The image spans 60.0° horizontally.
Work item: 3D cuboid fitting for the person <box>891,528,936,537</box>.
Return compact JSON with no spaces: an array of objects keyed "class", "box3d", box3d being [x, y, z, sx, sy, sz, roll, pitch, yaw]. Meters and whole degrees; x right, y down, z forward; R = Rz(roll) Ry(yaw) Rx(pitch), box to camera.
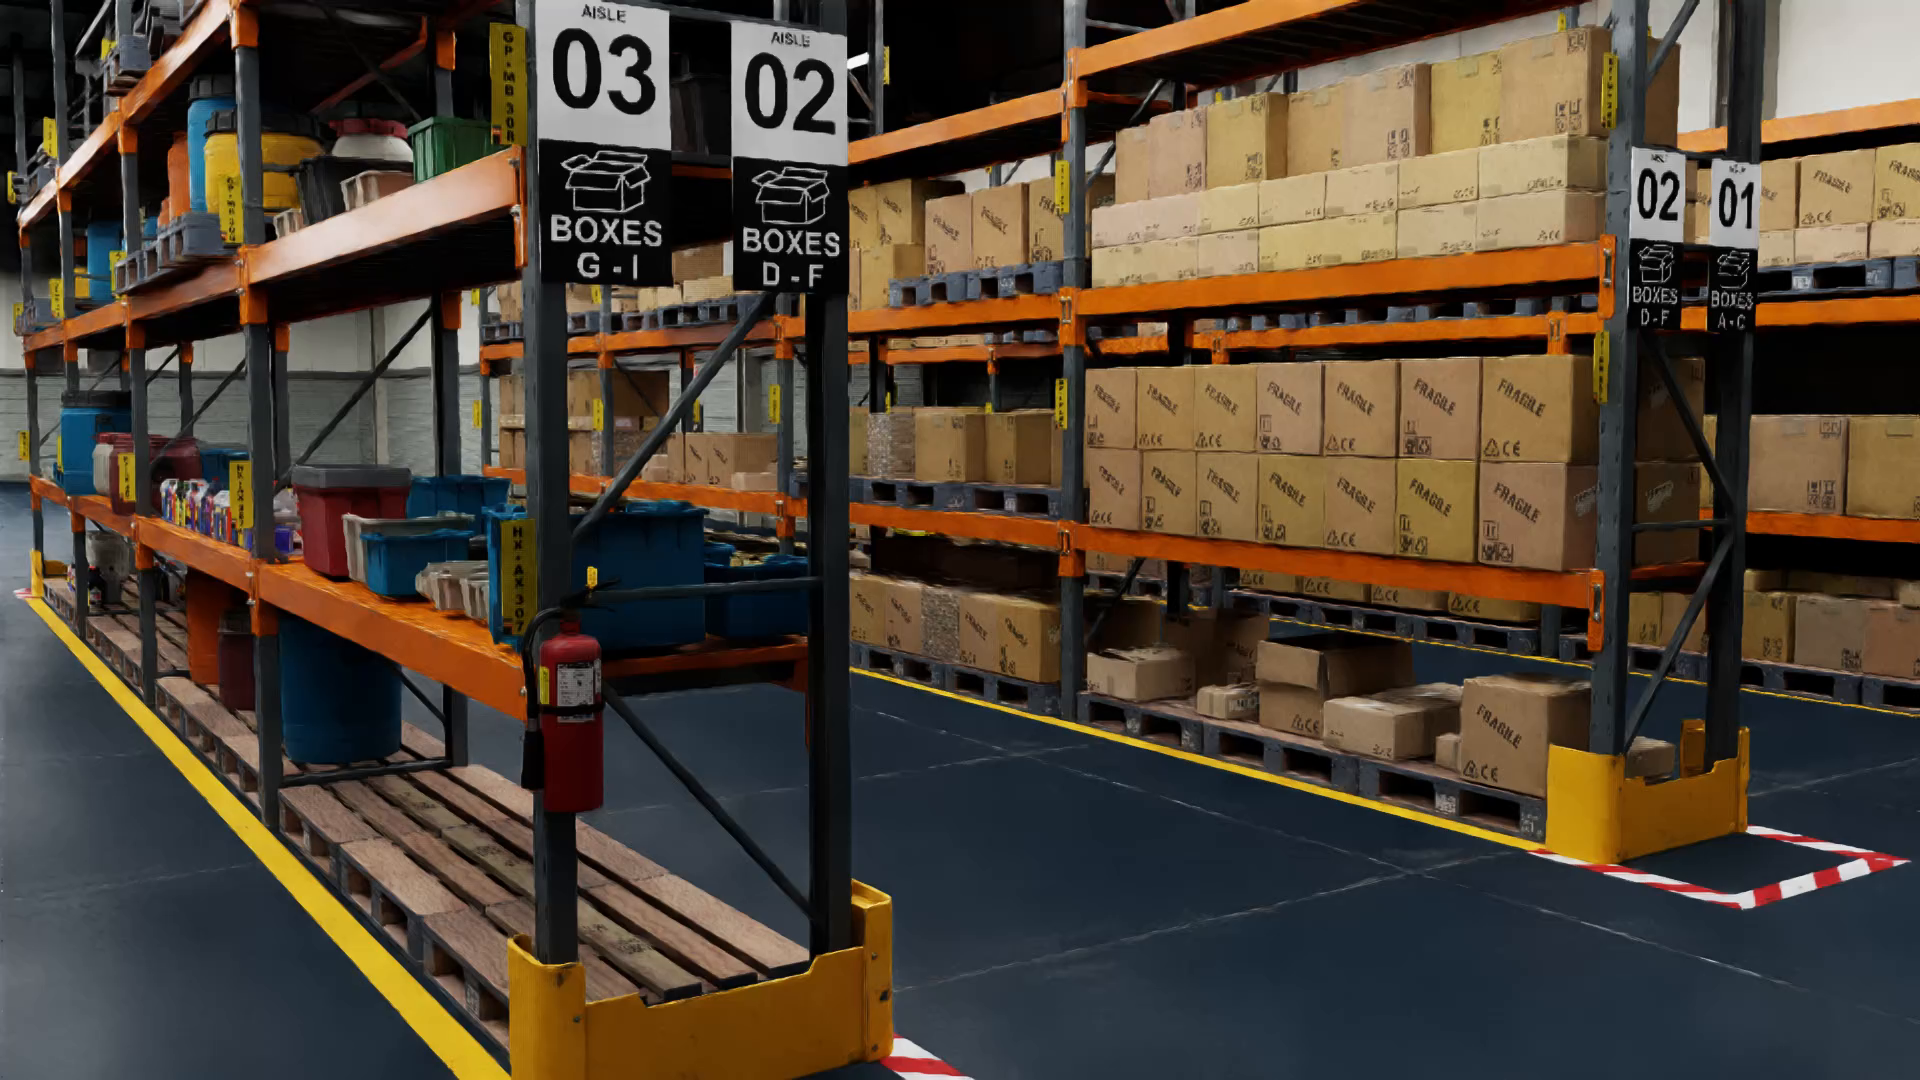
[{"class":"person","box3d":[-0.484,-0.081,15.908,0.779,1.729,0.488,-3,6,-37]}]
